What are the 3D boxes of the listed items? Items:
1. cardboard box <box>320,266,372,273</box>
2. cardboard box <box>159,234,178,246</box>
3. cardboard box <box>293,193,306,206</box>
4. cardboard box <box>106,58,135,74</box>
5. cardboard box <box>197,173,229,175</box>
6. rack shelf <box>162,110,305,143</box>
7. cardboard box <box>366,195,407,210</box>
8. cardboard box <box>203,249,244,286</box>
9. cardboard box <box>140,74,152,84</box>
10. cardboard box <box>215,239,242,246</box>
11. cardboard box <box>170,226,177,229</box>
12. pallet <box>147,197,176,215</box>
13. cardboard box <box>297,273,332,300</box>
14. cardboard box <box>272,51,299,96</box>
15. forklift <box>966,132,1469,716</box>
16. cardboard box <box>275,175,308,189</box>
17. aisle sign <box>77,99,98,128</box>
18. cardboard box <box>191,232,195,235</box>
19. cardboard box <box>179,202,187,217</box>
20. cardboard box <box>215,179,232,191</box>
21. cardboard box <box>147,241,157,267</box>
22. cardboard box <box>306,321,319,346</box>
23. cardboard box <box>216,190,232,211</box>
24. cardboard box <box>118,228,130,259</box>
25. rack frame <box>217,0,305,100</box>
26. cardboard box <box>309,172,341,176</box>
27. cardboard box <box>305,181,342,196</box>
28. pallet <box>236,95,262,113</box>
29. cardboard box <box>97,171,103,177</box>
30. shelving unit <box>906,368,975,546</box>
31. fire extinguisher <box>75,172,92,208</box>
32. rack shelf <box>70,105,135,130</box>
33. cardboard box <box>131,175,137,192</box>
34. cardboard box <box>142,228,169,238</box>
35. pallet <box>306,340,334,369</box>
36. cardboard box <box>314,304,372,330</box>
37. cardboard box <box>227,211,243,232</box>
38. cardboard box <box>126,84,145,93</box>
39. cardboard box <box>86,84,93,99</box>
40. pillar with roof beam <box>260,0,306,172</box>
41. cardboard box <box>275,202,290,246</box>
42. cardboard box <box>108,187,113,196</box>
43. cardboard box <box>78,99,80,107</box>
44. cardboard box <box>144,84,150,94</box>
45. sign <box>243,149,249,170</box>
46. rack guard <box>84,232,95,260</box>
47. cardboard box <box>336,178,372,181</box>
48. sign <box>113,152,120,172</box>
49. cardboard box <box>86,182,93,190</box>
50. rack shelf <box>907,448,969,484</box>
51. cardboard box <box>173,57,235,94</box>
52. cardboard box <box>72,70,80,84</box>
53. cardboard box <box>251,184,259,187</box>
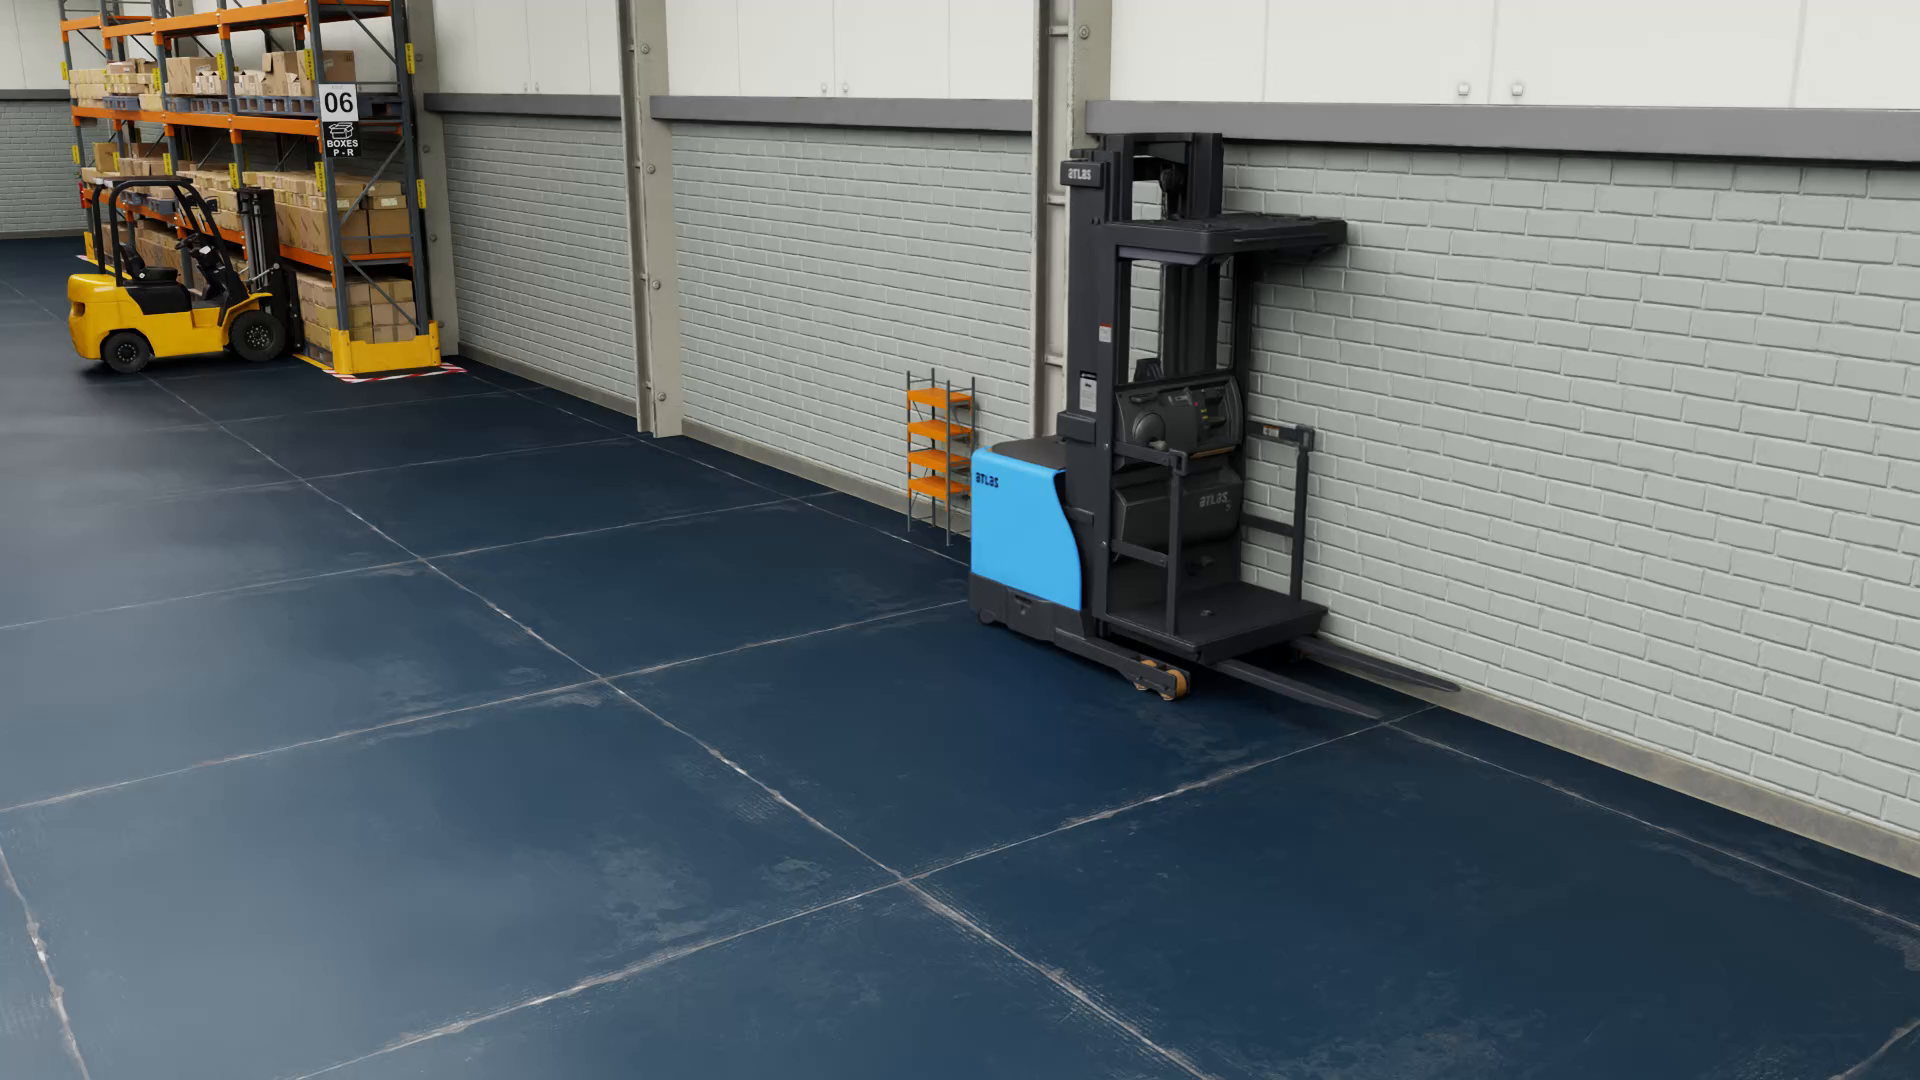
[{"bbox_3d":[-7.694,-3.277,20.885,0.500,0.250,0.500,-11,19,-36],"label":"cardboard box"},{"bbox_3d":[-12.643,-4.833,26.762,0.380,0.149,0.250,-12,19,-37],"label":"cardboard box"},{"bbox_3d":[-7.726,-4.072,19.854,0.380,0.149,0.250,-12,19,-36],"label":"cardboard box"},{"bbox_3d":[-13.848,-7.825,27.444,0.396,0.266,0.258,-11,19,-35],"label":"cardboard box"},{"bbox_3d":[-10.776,-5.206,23.997,0.380,0.149,0.250,-11,19,-34],"label":"cardboard box"},{"bbox_3d":[-10.215,-5.842,23.420,1.077,0.370,4.000,-11,19,-35],"label":"rack shelf"},{"bbox_3d":[-6.676,-3.935,19.353,0.380,0.149,0.250,-11,19,-36],"label":"cardboard box"},{"bbox_3d":[-10.644,-3.953,24.540,0.875,0.625,0.625,-10,18,-33],"label":"cardboard box"},{"bbox_3d":[-12.445,-7.131,25.731,0.380,0.149,0.250,-11,19,-36],"label":"cardboard box"},{"bbox_3d":[-11.445,-4.639,26.054,0.380,0.149,0.250,-10,18,-32],"label":"cardboard box"},{"bbox_3d":[-13.293,-5.299,28.467,0.380,0.149,0.250,-12,19,-37],"label":"cardboard box"},{"bbox_3d":[-11.846,-5.211,25.796,1.213,0.211,1.003,-11,19,-35],"label":"pallet"},{"bbox_3d":[-7.820,-3.084,20.181,0.500,0.250,0.500,-11,19,-34],"label":"cardboard box"},{"bbox_3d":[-7.665,-5.498,19.625,0.700,0.500,0.500,-11,19,-34],"label":"cardboard box"},{"bbox_3d":[1.377,-0.704,9.098,1.130,2.935,3.031,-13,20,-39],"label":"forklift"},{"bbox_3d":[-8.270,-4.443,20.645,0.380,0.149,0.250,-11,19,-35],"label":"cardboard box"},{"bbox_3d":[-16.372,-8.101,31.066,0.394,0.787,0.004,-11,19,-35],"label":"aisle sign"},{"bbox_3d":[-12.373,-4.971,27.267,0.380,0.149,0.250,-12,19,-37],"label":"cardboard box"},{"bbox_3d":[-11.327,-4.964,24.816,0.500,0.250,0.500,-11,19,-34],"label":"cardboard box"},{"bbox_3d":[-9.949,-4.863,22.744,0.380,0.149,0.250,-12,19,-36],"label":"cardboard box"},{"bbox_3d":[-13.029,-4.663,27.370,0.500,0.500,0.500,-12,19,-36],"label":"cardboard box"},{"bbox_3d":[-7.503,-2.496,19.928,0.500,0.250,0.500,-11,19,-35],"label":"cardboard box"},{"bbox_3d":[-9.842,-4.658,22.750,0.500,0.250,0.500,-11,19,-36],"label":"cardboard box"},{"bbox_3d":[-14.730,-5.319,29.768,0.700,0.500,0.500,-12,19,-37],"label":"cardboard box"},{"bbox_3d":[-9.039,-7.209,21.369,1.000,3.000,0.127,-11,19,-35],"label":"rack frame"},{"bbox_3d":[-8.128,-4.640,21.367,0.380,0.149,0.250,-11,19,-36],"label":"cardboard box"},{"bbox_3d":[-7.414,-4.109,19.425,0.380,0.149,0.250,-10,18,-33],"label":"cardboard box"},{"bbox_3d":[-8.516,-5.541,21.126,1.003,0.211,1.213,-11,19,-35],"label":"pallet"},{"bbox_3d":[-15.130,-6.489,29.823,0.500,0.250,0.500,-11,19,-36],"label":"cardboard box"},{"bbox_3d":[-0.139,-0.606,12.016,0.258,1.200,0.503,-11,19,-35],"label":"shelving unit"},{"bbox_3d":[-16.555,-6.620,31.435,0.296,0.674,0.183,-11,19,-35],"label":"fire extinguisher"},{"bbox_3d":[-14.918,-7.550,29.661,1.077,0.370,4.000,-11,19,-35],"label":"rack shelf"},{"bbox_3d":[-13.236,-5.805,27.063,0.396,0.266,0.258,-10,18,-32],"label":"cardboard box"},{"bbox_3d":[-13.521,-5.168,27.988,0.380,0.149,0.250,-11,19,-36],"label":"cardboard box"},{"bbox_3d":[-7.170,-2.273,19.981,1.003,0.211,1.213,-11,19,-35],"label":"pallet"},{"bbox_3d":[-7.226,-2.634,19.484,0.500,0.250,0.500,-11,19,-35],"label":"cardboard box"},{"bbox_3d":[-9.547,-4.310,22.425,0.500,0.250,0.500,-10,18,-33],"label":"cardboard box"},{"bbox_3d":[-12.964,-7.150,26.327,0.380,0.149,0.250,-10,18,-33],"label":"cardboard box"},{"bbox_3d":[-15.125,-7.935,29.424,0.500,0.250,0.500,-11,19,-35],"label":"cardboard box"},{"bbox_3d":[-13.377,-7.256,21.542,9.100,9.000,0.400,-11,19,-35],"label":"pillar with roof beam"},{"bbox_3d":[-8.092,-3.901,20.457,0.500,0.500,0.500,-11,19,-34],"label":"cardboard box"},{"bbox_3d":[-14.782,-6.146,29.324,0.380,0.149,0.250,-11,19,-35],"label":"cardboard box"},{"bbox_3d":[-16.095,-8.099,30.779,0.380,0.149,0.250,-10,18,-33],"label":"cardboard box"},{"bbox_3d":[-12.529,-7.053,26.011,0.380,0.149,0.250,-10,18,-33],"label":"cardboard box"},{"bbox_3d":[-10.944,-5.815,25.446,0.100,0.325,0.005,-11,19,-35],"label":"sign"},{"bbox_3d":[-16.050,-5.656,31.794,1.175,0.500,0.348,-11,19,-35],"label":"rack guard"},{"bbox_3d":[-7.313,-4.293,20.099,0.380,0.149,0.250,-10,18,-33],"label":"cardboard box"},{"bbox_3d":[-14.177,-6.355,27.974,0.100,0.325,0.005,-11,19,-35],"label":"sign"},{"bbox_3d":[-16.123,-6.644,31.144,0.380,0.149,0.250,-11,19,-35],"label":"cardboard box"},{"bbox_3d":[-0.139,-0.541,12.034,0.258,0.148,0.480,-11,19,-35],"label":"rack shelf"},{"bbox_3d":[-10.784,-6.630,23.763,0.700,0.500,0.500,-11,19,-36],"label":"cardboard box"},{"bbox_3d":[-15.753,-8.391,30.145,0.500,0.250,0.500,-11,19,-35],"label":"cardboard box"},{"bbox_3d":[-8.910,-4.512,21.463,0.380,0.149,0.250,-10,18,-33],"label":"cardboard box"}]
